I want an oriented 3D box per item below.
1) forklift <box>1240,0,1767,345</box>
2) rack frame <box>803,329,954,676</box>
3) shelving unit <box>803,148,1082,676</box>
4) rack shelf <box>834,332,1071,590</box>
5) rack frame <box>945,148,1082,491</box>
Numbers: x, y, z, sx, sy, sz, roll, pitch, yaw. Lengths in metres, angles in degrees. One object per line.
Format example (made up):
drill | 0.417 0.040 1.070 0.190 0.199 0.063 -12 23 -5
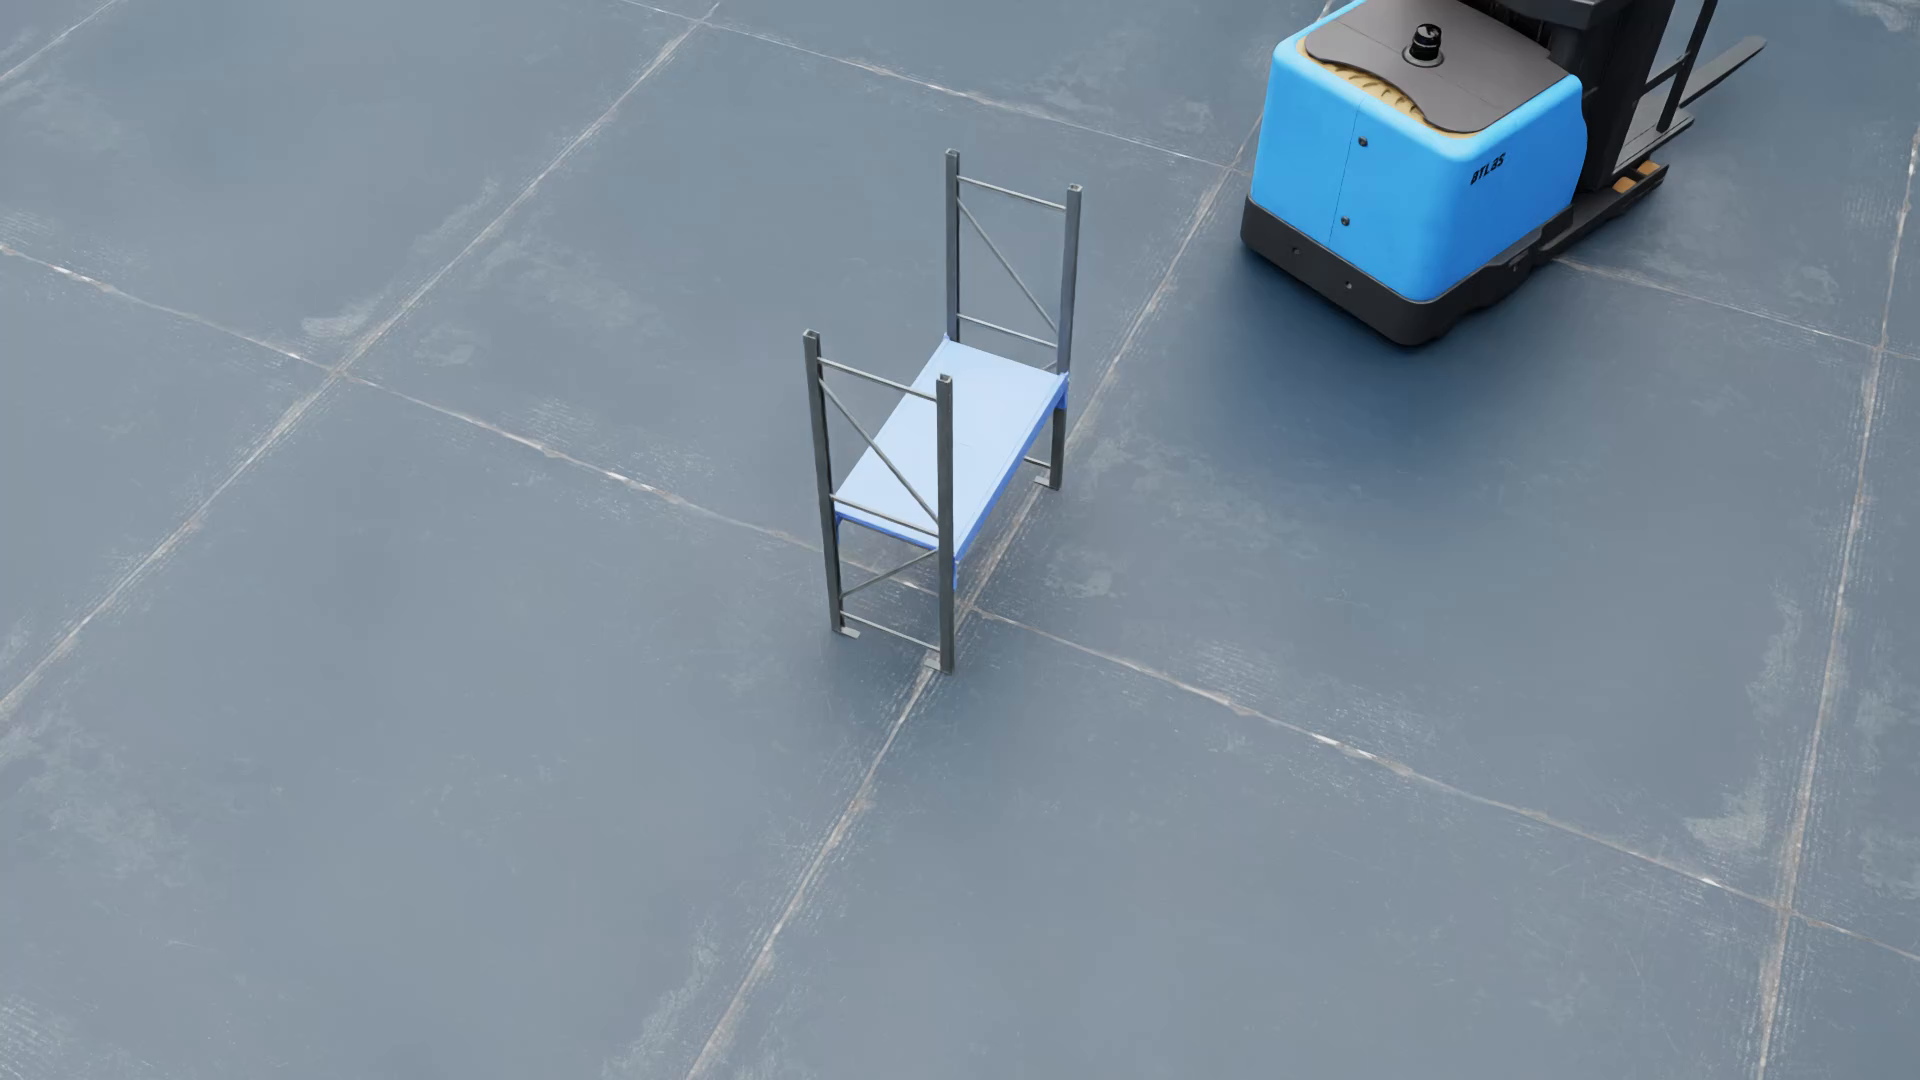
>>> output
forklift | 2.732 -2.770 6.998 3.031 2.935 1.130 -34 57 -25
rack frame | -0.254 -0.077 5.646 0.500 1.500 0.032 20 52 16
shelving unit | -0.036 -0.427 5.944 0.538 1.500 1.048 20 52 16
rack shelf | -0.036 -0.311 6.081 0.538 0.185 1.000 20 52 16
rack frame | 0.181 -0.777 6.242 0.500 1.500 0.032 20 52 16
